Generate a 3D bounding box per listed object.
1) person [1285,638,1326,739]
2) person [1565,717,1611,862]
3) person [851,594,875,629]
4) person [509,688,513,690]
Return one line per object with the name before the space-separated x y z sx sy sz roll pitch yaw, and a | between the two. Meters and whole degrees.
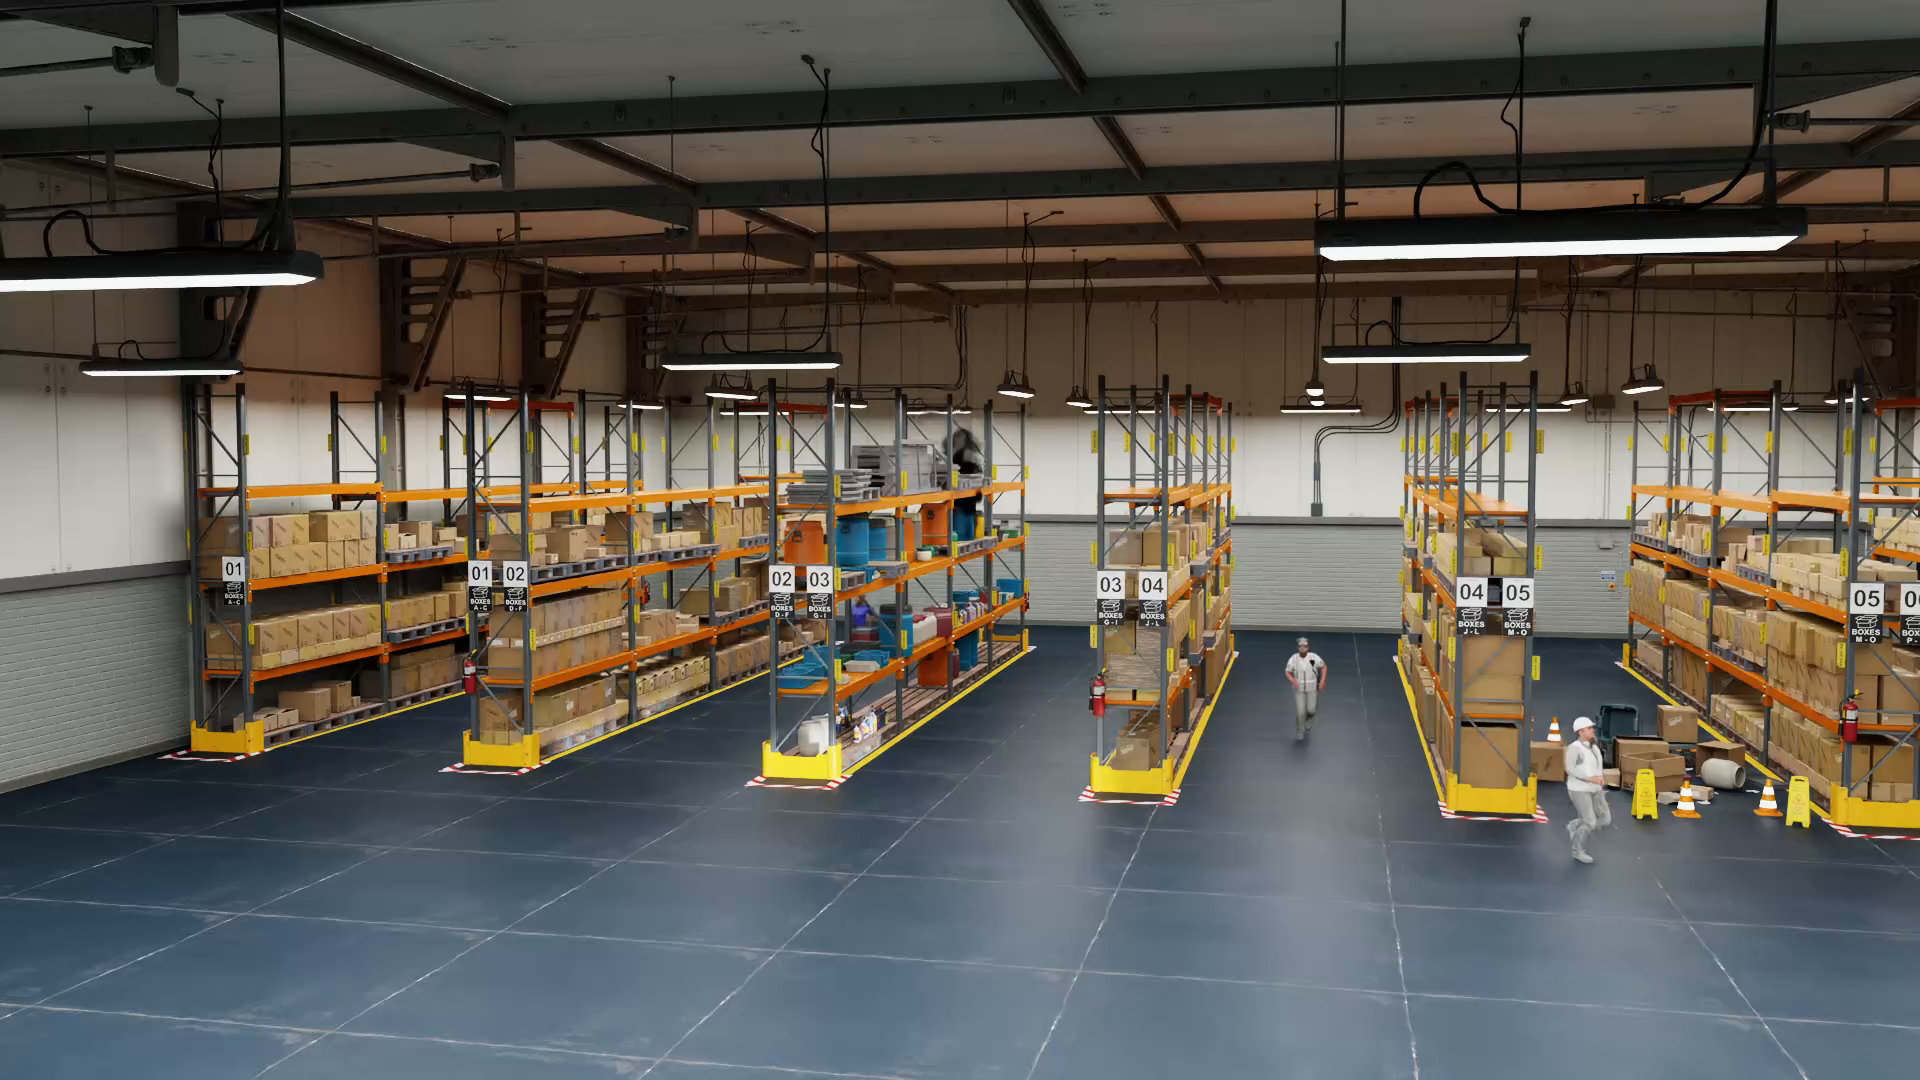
person | 5.865 2.528 28.234 0.688 1.737 0.647 1 3 12
person | 7.536 2.994 20.000 0.698 1.737 0.591 -3 4 -39
person | -2.064 1.928 33.895 0.575 1.708 0.842 1 3 10
person | -7.854 2.454 29.770 0.560 1.753 0.727 1 3 12
